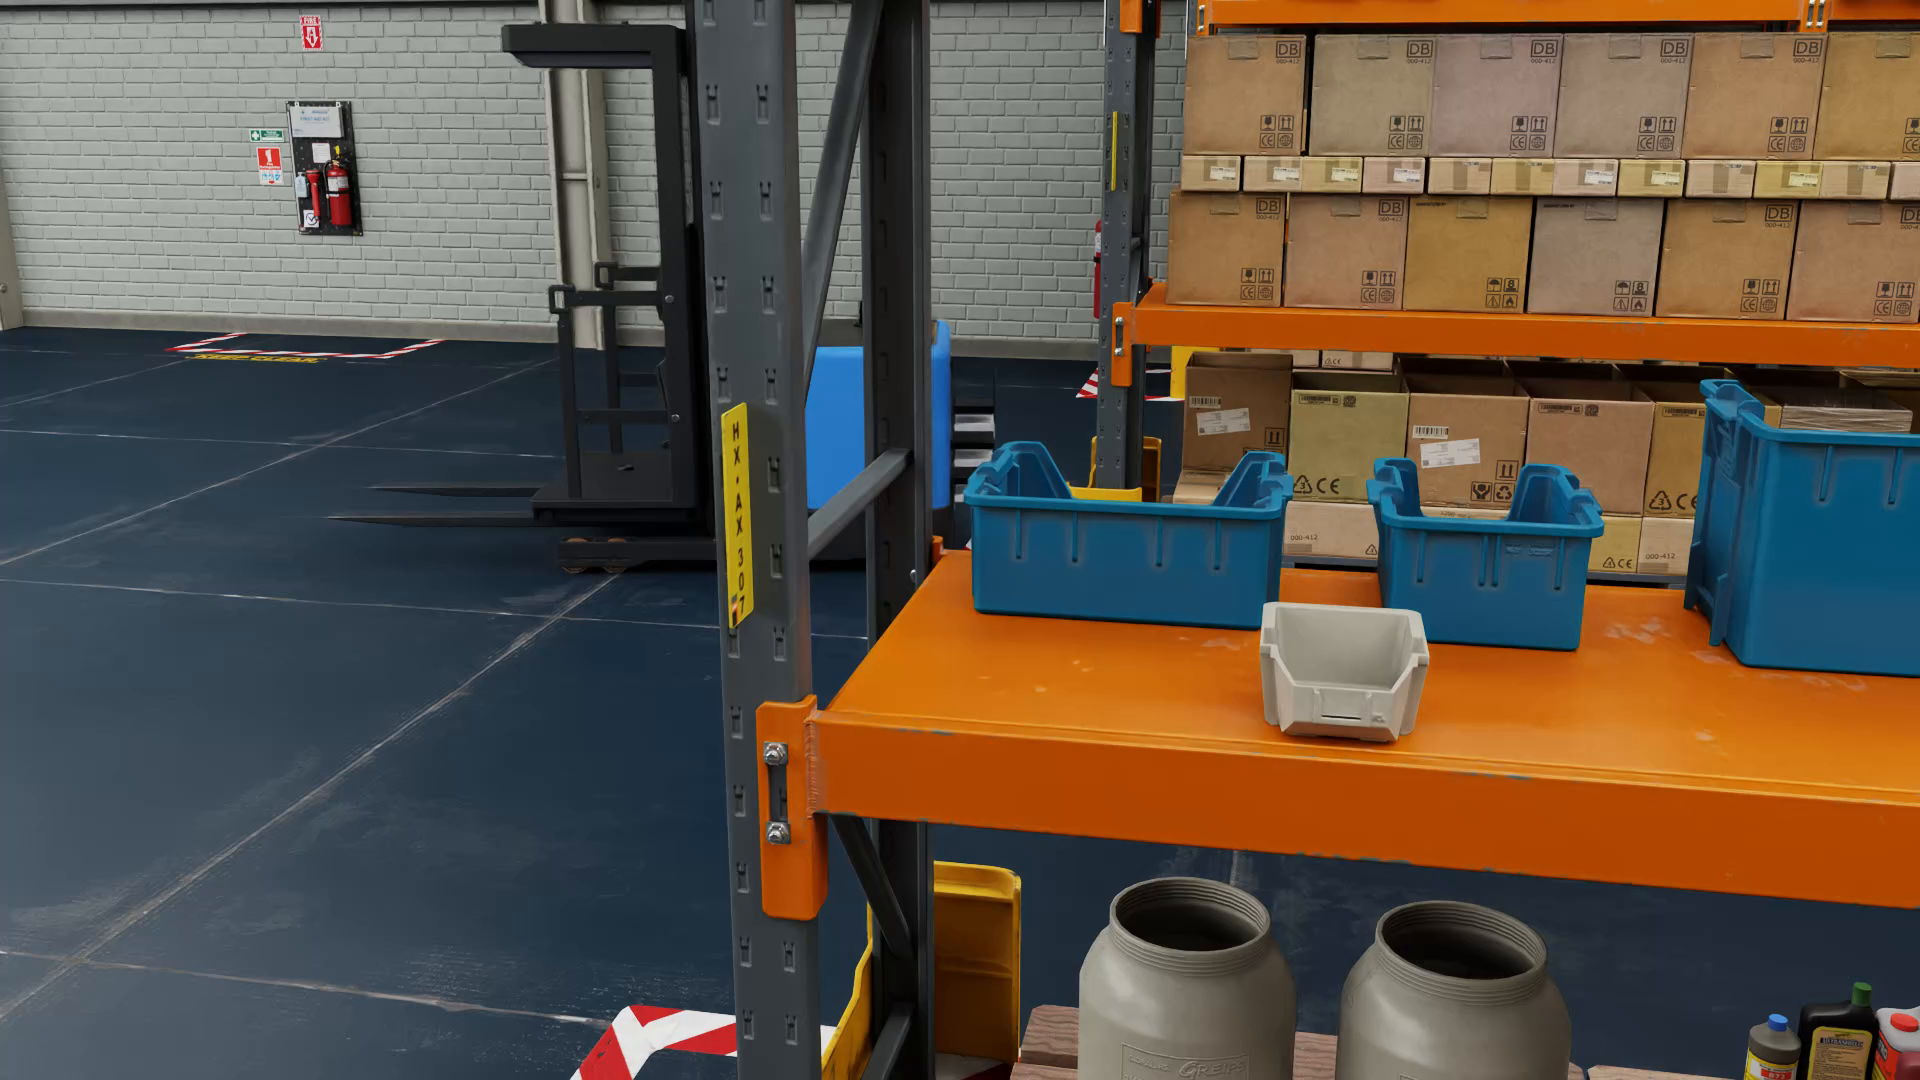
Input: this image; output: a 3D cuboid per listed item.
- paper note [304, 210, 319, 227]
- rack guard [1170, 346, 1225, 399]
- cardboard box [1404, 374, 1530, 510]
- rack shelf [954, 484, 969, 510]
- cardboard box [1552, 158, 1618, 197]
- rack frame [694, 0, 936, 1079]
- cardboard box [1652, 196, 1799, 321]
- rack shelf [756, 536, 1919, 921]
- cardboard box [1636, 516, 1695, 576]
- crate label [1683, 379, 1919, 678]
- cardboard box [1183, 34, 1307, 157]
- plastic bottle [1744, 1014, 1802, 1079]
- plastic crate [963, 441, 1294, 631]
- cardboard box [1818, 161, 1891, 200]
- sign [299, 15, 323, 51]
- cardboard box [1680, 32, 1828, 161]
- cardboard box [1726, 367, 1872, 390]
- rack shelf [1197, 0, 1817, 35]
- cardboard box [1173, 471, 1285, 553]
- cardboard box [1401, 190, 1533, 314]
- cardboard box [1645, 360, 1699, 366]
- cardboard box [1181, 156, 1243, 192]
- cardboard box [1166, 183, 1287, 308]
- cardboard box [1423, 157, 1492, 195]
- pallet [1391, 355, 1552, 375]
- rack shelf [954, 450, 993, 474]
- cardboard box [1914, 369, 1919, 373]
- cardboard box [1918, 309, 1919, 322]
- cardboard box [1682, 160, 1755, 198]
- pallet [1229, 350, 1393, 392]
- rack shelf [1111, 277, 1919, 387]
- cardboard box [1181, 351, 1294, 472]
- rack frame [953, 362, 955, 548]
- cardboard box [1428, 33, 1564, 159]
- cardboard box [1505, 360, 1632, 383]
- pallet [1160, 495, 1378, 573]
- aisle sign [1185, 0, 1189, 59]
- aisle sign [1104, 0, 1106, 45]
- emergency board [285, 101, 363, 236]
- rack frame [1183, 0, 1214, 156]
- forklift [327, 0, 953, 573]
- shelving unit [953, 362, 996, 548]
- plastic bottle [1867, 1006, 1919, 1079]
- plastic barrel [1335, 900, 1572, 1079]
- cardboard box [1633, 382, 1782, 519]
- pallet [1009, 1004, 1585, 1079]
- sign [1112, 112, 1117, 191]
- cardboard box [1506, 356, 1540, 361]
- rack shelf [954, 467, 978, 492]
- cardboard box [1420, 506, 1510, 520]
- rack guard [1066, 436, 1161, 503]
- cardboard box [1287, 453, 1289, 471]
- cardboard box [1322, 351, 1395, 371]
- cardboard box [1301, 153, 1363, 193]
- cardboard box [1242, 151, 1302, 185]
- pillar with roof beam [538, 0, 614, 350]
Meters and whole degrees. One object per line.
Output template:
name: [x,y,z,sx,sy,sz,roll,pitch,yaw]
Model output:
paper note: [-5.839,-2.891,14.960,0.142,0.148,0.016,3,16,11]
rack guard: [1.831,-1.430,12.717,0.348,0.500,1.175,3,16,11]
cardboard box: [2.237,-0.445,7.439,0.500,0.500,0.500,3,16,11]
rack shelf: [0.071,-0.222,8.407,0.200,0.077,0.258,0,15,0]
cardboard box: [2.620,-1.544,7.044,0.250,0.149,0.380,3,16,12]
rack frame: [-0.218,-0.047,3.042,0.127,3.000,1.000,3,16,11]
cardboard box: [3.247,-1.254,7.212,0.500,0.500,0.700,3,16,12]
rack shelf: [1.742,0.406,2.754,4.000,0.370,1.077,3,16,11]
cardboard box: [3.214,-0.026,7.332,0.500,0.250,0.500,3,16,11]
crate label: [1.640,-0.037,2.939,0.616,0.435,0.502,3,16,11]
cardboard box: [1.280,-1.985,7.420,0.500,0.500,0.700,3,16,11]
plastic bottle: [1.669,1.073,3.418,0.097,0.201,0.097,0,15,0]
plastic crate: [0.332,-0.027,3.248,0.616,0.251,0.499,3,16,11]
cardboard box: [3.627,-1.489,6.847,0.250,0.149,0.380,3,16,11]
sign: [-5.667,-4.432,14.529,0.199,0.298,0.001,3,16,11]
cardboard box: [3.270,-1.878,7.036,0.500,0.500,0.700,3,16,11]
cardboard box: [3.809,-0.499,7.635,0.500,0.500,0.500,3,16,11]
rack shelf: [3.716,-3.631,11.709,4.000,0.370,1.077,3,16,11]
cardboard box: [1.254,-0.133,7.717,0.500,0.250,0.500,3,16,11]
cardboard box: [2.229,-1.308,7.407,0.500,0.500,0.700,3,16,11]
cardboard box: [5.146,-1.293,12.023,0.250,0.166,0.380,1,16,4]
cardboard box: [1.114,-1.626,7.340,0.250,0.149,0.380,3,16,11]
cardboard box: [1.228,-1.362,7.604,0.500,0.500,0.700,3,16,11]
cardboard box: [2.126,-1.571,7.143,0.250,0.149,0.380,3,16,9]
pallet: [3.812,-1.173,12.330,1.213,0.211,1.003,3,16,11]
rack shelf: [0.071,-0.395,8.359,0.200,0.077,0.258,0,15,0]
cardboard box: [6.917,-1.384,11.727,0.500,0.500,0.700,3,16,10]
cardboard box: [4.256,-1.200,7.017,0.500,0.500,0.700,3,16,10]
cardboard box: [3.139,-1.517,6.946,0.250,0.149,0.380,4,16,13]
pallet: [2.620,-1.238,12.566,1.213,0.211,1.003,3,16,11]
rack shelf: [2.733,-0.889,7.431,4.000,0.370,1.077,3,16,11]
cardboard box: [1.358,-0.630,8.108,0.500,0.500,0.500,3,16,11]
rack frame: [-0.031,-0.428,8.350,0.006,0.900,0.240,0,15,0]
cardboard box: [2.290,-1.932,7.228,0.500,0.500,0.700,3,16,11]
cardboard box: [2.830,-0.554,7.832,0.500,0.500,0.500,3,16,11]
pallet: [1.530,0.031,7.984,1.213,0.211,1.003,3,16,11]
aisle sign: [1.626,-3.817,11.781,0.004,0.787,0.394,3,16,11]
aisle sign: [0.647,-2.518,7.095,0.004,0.787,0.394,3,16,11]
emergency board: [-5.679,-3.288,14.743,0.643,1.169,0.194,3,16,11]
rack frame: [1.756,-2.638,12.398,0.127,3.000,1.000,3,16,11]
forklift: [-1.553,-1.396,8.041,3.031,2.935,1.130,0,15,0]
shelving unit: [0.071,-0.428,8.350,0.210,0.900,0.258,0,15,0]
plastic bottle: [1.911,1.057,3.334,0.135,0.276,0.152,3,16,12]
plastic barrel: [0.933,0.992,3.167,0.421,0.512,0.421,0,15,0]
cardboard box: [3.216,-0.391,7.244,0.500,0.500,0.500,3,16,11]
pallet: [0.661,1.333,3.283,1.213,0.211,1.003,3,16,11]
sign: [0.656,-1.653,7.070,0.005,0.325,0.100,3,16,11]
cardboard box: [4.113,-1.354,12.277,0.250,0.149,0.380,2,16,7]
rack shelf: [0.071,-0.309,8.383,0.200,0.077,0.258,0,15,0]
cardboard box: [2.235,-0.080,7.528,0.500,0.250,0.500,3,16,11]
rack guard: [0.749,-0.139,8.057,0.348,0.500,1.175,3,16,11]
cardboard box: [1.850,-0.245,8.121,0.500,0.250,0.500,3,16,11]
cardboard box: [2.975,-1.464,12.371,0.500,0.311,0.500,4,16,16]
cardboard box: [1.618,-1.599,7.243,0.250,0.149,0.380,3,16,11]
cardboard box: [1.442,-1.719,7.676,0.250,0.149,0.380,4,16,12]
pillar with roof beam: [-4.123,-4.912,9.366,0.400,9.000,9.100,3,16,11]
